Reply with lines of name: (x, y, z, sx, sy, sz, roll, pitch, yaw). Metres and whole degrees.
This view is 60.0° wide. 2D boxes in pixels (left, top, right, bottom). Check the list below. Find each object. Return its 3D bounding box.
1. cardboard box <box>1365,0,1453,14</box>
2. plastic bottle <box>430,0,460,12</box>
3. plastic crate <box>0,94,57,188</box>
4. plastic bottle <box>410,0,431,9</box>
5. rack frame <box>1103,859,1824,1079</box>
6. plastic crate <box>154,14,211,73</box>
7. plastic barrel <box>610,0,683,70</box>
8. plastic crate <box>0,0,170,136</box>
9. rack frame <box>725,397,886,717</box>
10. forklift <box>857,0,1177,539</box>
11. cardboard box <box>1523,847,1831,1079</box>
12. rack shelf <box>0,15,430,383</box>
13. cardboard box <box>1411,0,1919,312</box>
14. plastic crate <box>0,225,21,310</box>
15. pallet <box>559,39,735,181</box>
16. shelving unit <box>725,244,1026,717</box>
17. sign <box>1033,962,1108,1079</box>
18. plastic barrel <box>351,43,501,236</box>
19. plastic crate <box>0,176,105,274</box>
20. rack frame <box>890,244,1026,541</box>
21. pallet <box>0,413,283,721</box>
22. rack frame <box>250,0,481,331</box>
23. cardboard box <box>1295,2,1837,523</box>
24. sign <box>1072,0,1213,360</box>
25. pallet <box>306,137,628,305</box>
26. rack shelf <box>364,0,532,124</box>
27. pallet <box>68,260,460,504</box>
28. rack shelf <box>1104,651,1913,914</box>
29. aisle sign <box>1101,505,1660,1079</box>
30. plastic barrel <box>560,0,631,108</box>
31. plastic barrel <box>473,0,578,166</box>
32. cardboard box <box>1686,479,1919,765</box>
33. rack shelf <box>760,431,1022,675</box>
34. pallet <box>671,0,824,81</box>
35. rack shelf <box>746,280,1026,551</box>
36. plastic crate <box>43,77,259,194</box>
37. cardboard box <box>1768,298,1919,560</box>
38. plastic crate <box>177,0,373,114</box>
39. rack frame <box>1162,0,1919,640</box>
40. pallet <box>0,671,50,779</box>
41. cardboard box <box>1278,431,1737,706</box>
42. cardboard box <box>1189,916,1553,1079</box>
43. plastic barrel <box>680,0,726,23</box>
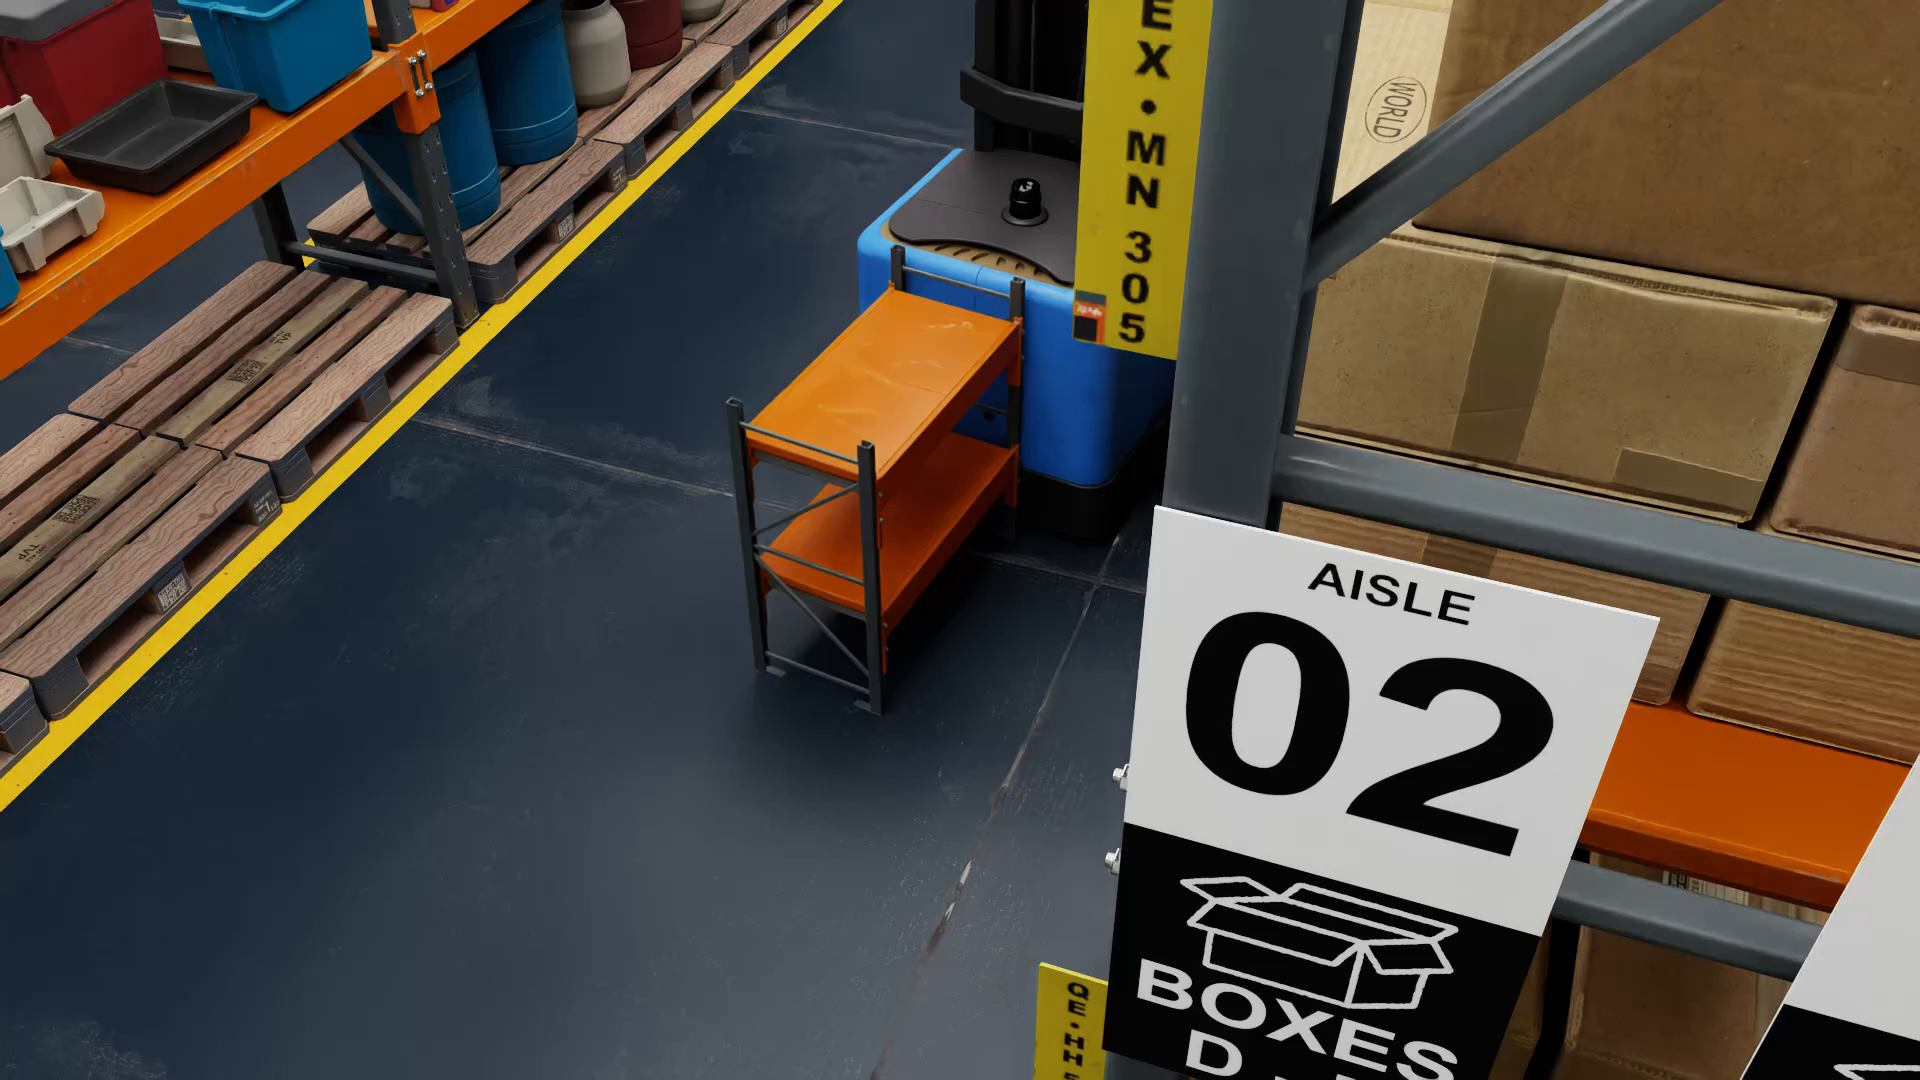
cardboard box: (0.763, -0.618, 2.082, 0.500, 0.250, 0.500, 13, 42, 15)
plastic bottle: (-2.103, -2.295, 6.718, 0.061, 0.283, 0.133, 13, 42, 15)
plastic crate: (-3.325, -1.297, 5.505, 0.437, 0.282, 0.530, 13, 42, 15)
plastic bottle: (-2.191, -2.359, 6.742, 0.144, 0.351, 0.185, 13, 42, 15)
rack frame: (0.656, 1.331, 2.378, 1.000, 3.000, 0.127, 13, 42, 15)
plastic crate: (-2.923, -1.880, 6.300, 0.396, 0.136, 0.243, 13, 42, 15)
plastic barrel: (-1.799, -2.901, 8.874, 0.600, 0.588, 0.708, 13, 42, 15)
plastic crate: (-3.171, -1.768, 5.916, 0.402, 0.464, 0.583, 13, 42, 15)
rack frame: (-0.478, 0.080, 5.289, 0.500, 1.125, 0.032, 19, 44, 20)
forklift: (0.743, -2.069, 6.417, 1.130, 2.935, 3.031, 19, 44, 20)
cardboard box: (1.055, 0.701, 2.270, 0.500, 0.500, 0.500, 15, 43, 16)
rack shelf: (-3.314, -0.717, 5.333, 1.077, 0.370, 4.000, 13, 42, 15)
cardboard box: (0.816, -0.545, 1.419, 0.700, 0.500, 0.500, 13, 42, 15)
plastic crate: (-3.051, -0.793, 4.951, 0.416, 0.233, 0.300, 13, 42, 15)
pallet: (-1.911, -2.357, 8.850, 1.003, 0.211, 1.213, 13, 42, 15)
shelving unit: (-0.244, -0.213, 5.633, 0.538, 1.125, 1.048, 19, 44, 20)
sign: (0.141, 0.635, 2.059, 0.100, 0.325, 0.005, 13, 42, 15)
plastic barrel: (-2.428, -1.900, 7.459, 0.600, 0.901, 0.708, 13, 42, 15)
plastic crate: (-2.943, -1.004, 5.272, 0.293, 0.136, 0.466, 13, 42, 15)
rack frame: (-0.010, -0.506, 5.976, 0.500, 1.125, 0.032, 19, 44, 20)
pallet: (-3.260, 0.055, 6.023, 1.003, 0.211, 1.213, 13, 42, 15)
rack frame: (-2.630, -2.210, 6.529, 1.000, 3.000, 0.127, 13, 42, 15)
cardboard box: (0.592, -0.313, 1.725, 0.500, 0.250, 0.500, 13, 42, 15)
sign: (0.141, -0.282, 1.276, 0.100, 0.325, 0.005, 13, 42, 15)
pallet: (-2.327, -1.611, 7.975, 1.003, 0.211, 1.213, 13, 42, 15)
rack shelf: (-1.946, -3.156, 8.193, 1.077, 0.370, 4.000, 13, 42, 15)
pallet: (-2.845, -0.692, 6.899, 1.003, 0.211, 1.213, 13, 42, 15)
rack shelf: (1.340, -0.756, 3.068, 1.077, 0.370, 4.000, 13, 42, 15)
aisle sign: (0.345, 0.316, 1.566, 0.394, 0.787, 0.004, 13, 42, 15)
plastic barrel: (-1.908, -2.508, 8.472, 0.421, 0.512, 0.421, 0, 40, 0)
plastic barrel: (-2.186, -2.331, 7.965, 0.600, 0.901, 0.708, 13, 42, 15)
cardboard box: (1.071, -0.010, 1.755, 0.500, 0.250, 0.500, 13, 42, 15)
rack shelf: (-0.244, -0.027, 5.792, 0.538, 0.278, 1.000, 19, 44, 20)
pallet: (-1.492, -3.099, 9.719, 1.003, 0.211, 1.213, 13, 42, 15)
rack shelf: (-0.244, -0.436, 5.443, 0.538, 0.278, 1.000, 19, 44, 20)
plastic crate: (-2.760, -1.386, 5.729, 0.437, 0.125, 0.590, 13, 42, 15)
cardboard box: (1.076, -0.199, 1.591, 0.500, 0.250, 0.500, 13, 42, 15)
plastic crate: (-2.469, -1.866, 6.093, 0.392, 0.384, 0.575, 13, 42, 15)
rack frame: (0.656, -0.951, 0.431, 1.000, 3.000, 0.127, 13, 42, 15)
pallet: (-3.679, 0.796, 5.154, 1.003, 0.211, 1.213, 13, 42, 15)
cardboard box: (0.584, -0.125, 1.889, 0.500, 0.250, 0.500, 13, 42, 15)
cardboard box: (0.550, 0.580, 2.411, 0.500, 0.500, 0.500, 13, 42, 15)
plastic barrel: (-1.522, -3.197, 9.279, 0.421, 0.512, 0.421, 0, 40, 0)
